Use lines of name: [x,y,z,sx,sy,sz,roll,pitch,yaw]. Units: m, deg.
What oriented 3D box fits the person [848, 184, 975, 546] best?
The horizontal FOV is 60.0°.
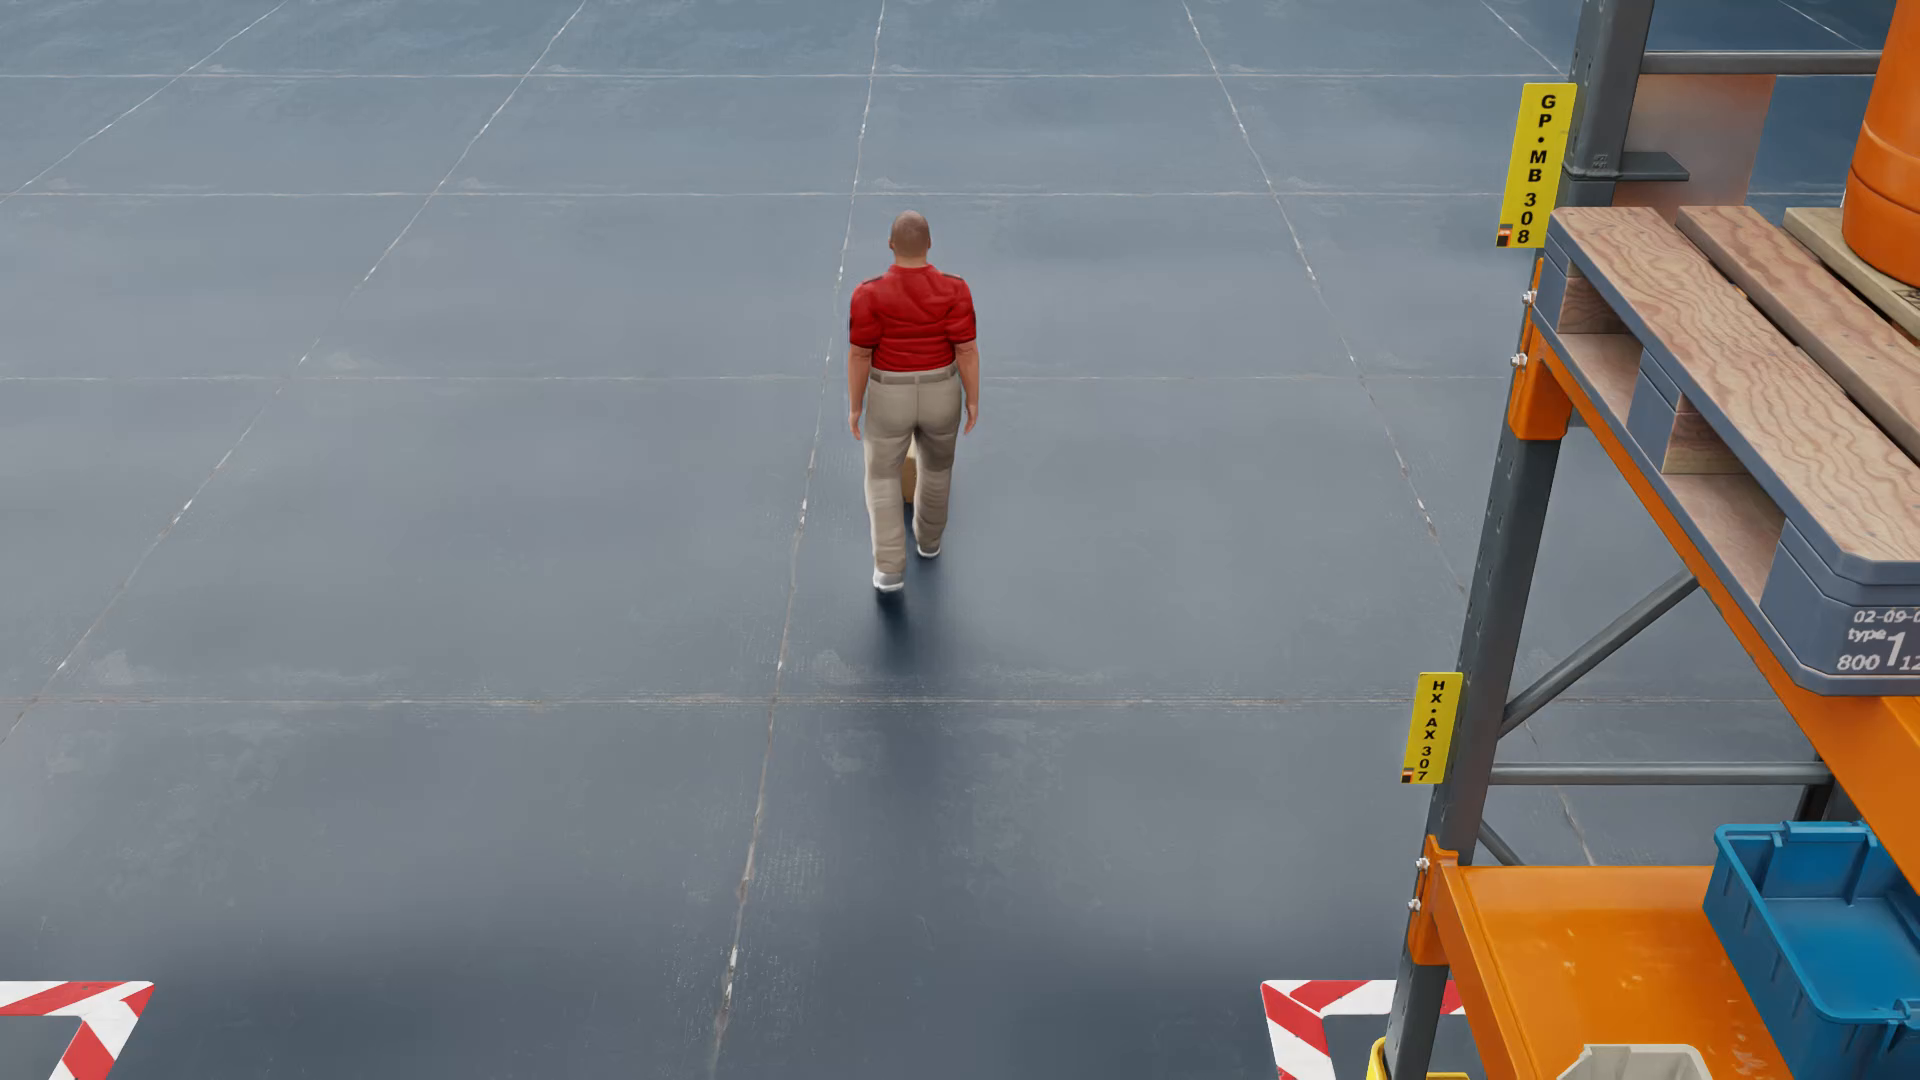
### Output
person: [-0.213,-0.755,7.370,0.554,1.741,0.422,0,31,0]
